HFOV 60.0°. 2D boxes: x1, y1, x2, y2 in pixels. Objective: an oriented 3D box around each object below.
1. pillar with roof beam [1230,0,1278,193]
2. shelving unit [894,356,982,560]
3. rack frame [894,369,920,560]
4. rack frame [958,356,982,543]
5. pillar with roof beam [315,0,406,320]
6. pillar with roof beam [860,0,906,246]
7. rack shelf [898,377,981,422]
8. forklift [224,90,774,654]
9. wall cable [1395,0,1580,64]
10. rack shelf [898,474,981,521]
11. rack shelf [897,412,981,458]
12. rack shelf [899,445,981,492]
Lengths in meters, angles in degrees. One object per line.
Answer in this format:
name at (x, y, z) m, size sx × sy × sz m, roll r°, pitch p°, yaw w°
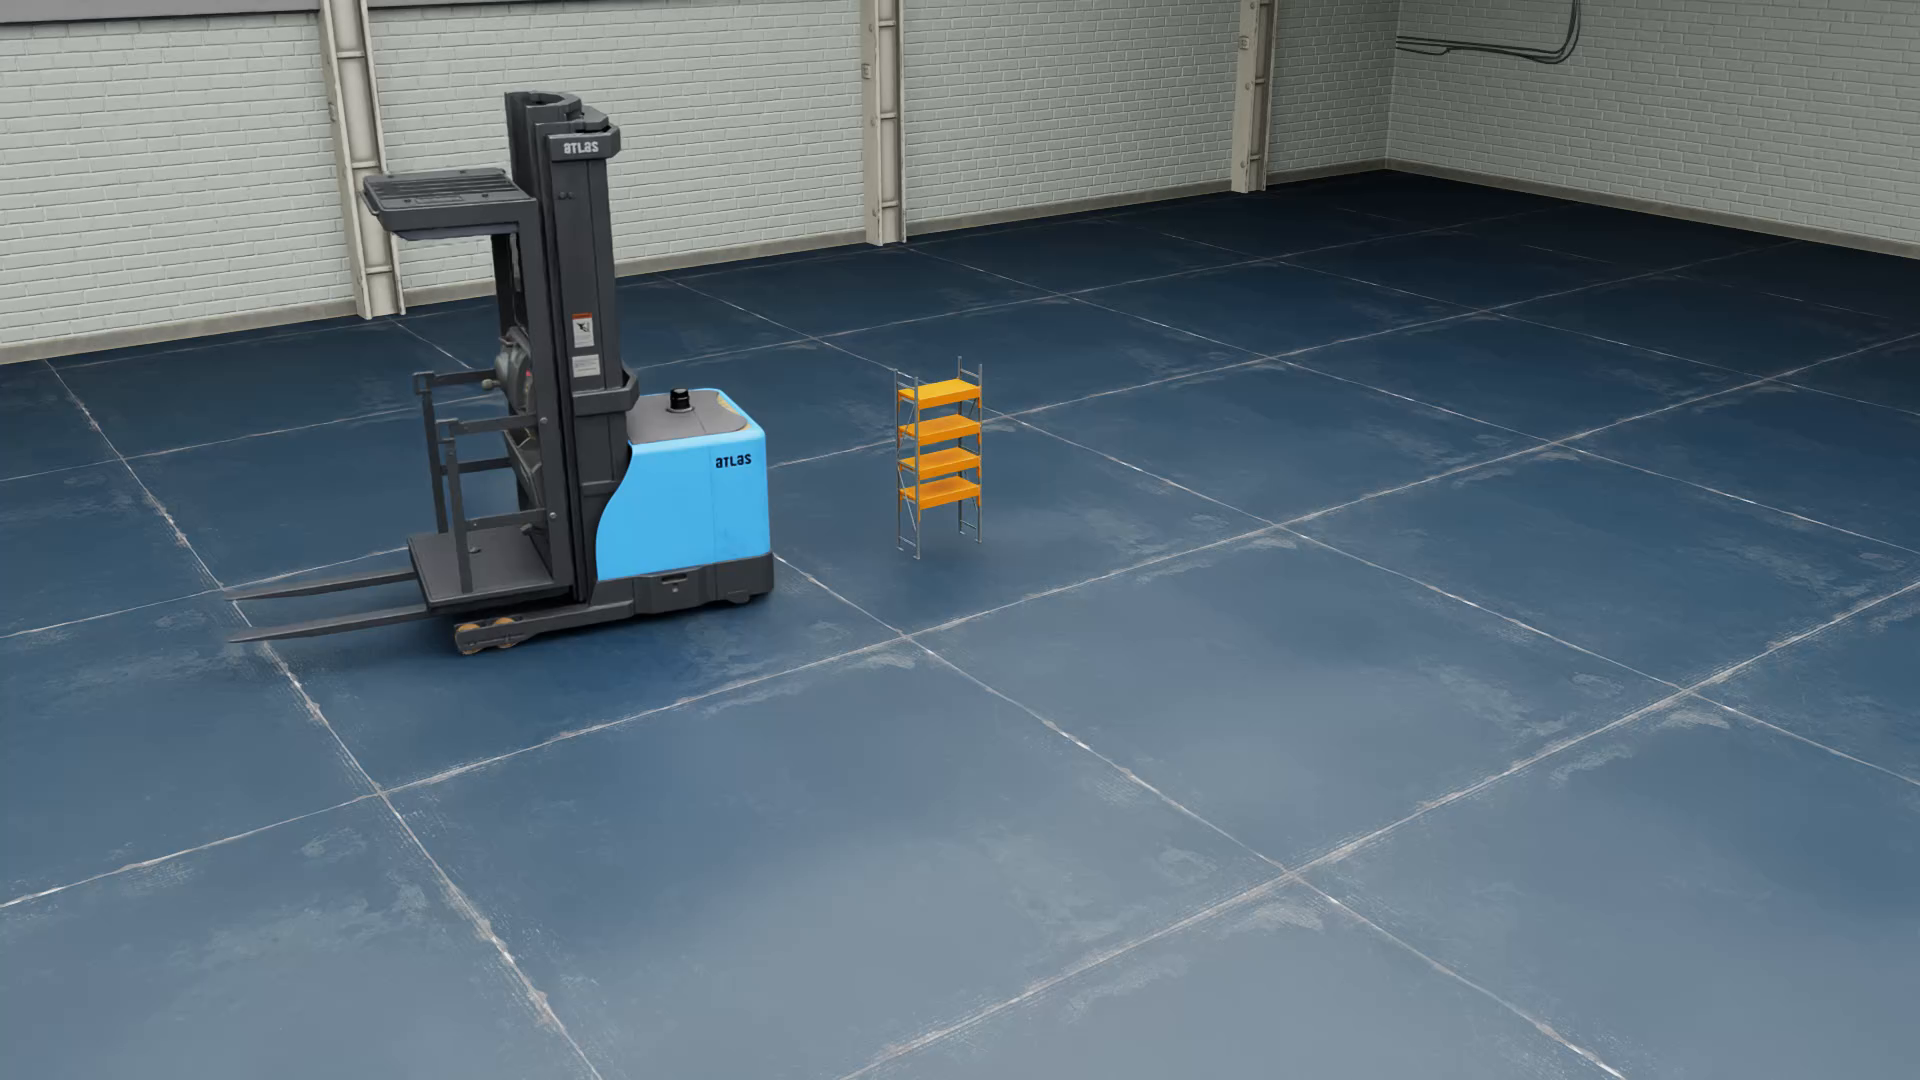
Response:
pillar with roof beam at (6.501, -7.733, 18.133) m, size 0.400 × 9.000 × 9.100 m, roll -15°, pitch 26°, yaw -33°
shelving unit at (-0.134, -0.521, 10.584) m, size 0.503 × 1.200 × 0.258 m, roll -15°, pitch 26°, yaw -33°
rack frame at (-0.332, -0.469, 10.452) m, size 0.015 × 1.200 × 0.240 m, roll -15°, pitch 26°, yaw -33°
rack frame at (0.064, -0.574, 10.717) m, size 0.015 × 1.200 × 0.240 m, roll -15°, pitch 26°, yaw -33°
pillar with roof beam at (-3.240, -5.135, 11.624) m, size 0.400 × 9.000 × 9.100 m, roll -15°, pitch 26°, yaw -33°
pillar with roof beam at (1.630, -6.434, 14.878) m, size 0.400 × 9.000 × 9.100 m, roll -15°, pitch 26°, yaw -33°
rack shelf at (-0.134, -0.886, 10.439) m, size 0.480 × 0.148 × 0.258 m, roll -15°, pitch 26°, yaw -33°
forklift at (-2.681, -0.946, 9.313) m, size 3.031 × 2.935 × 1.130 m, roll -9°, pitch 24°, yaw -22°
wall cable at (7.150, -7.826, 22.555) m, size 0.112 × 2.526 × 3.097 m, roll -15°, pitch 26°, yaw -33°
rack shelf at (-0.134, -0.275, 10.683) m, size 0.480 × 0.148 × 0.258 m, roll -15°, pitch 26°, yaw -33°
rack shelf at (-0.134, -0.667, 10.526) m, size 0.480 × 0.148 × 0.258 m, roll -15°, pitch 26°, yaw -33°
rack shelf at (-0.134, -0.459, 10.609) m, size 0.480 × 0.148 × 0.258 m, roll -15°, pitch 26°, yaw -33°
